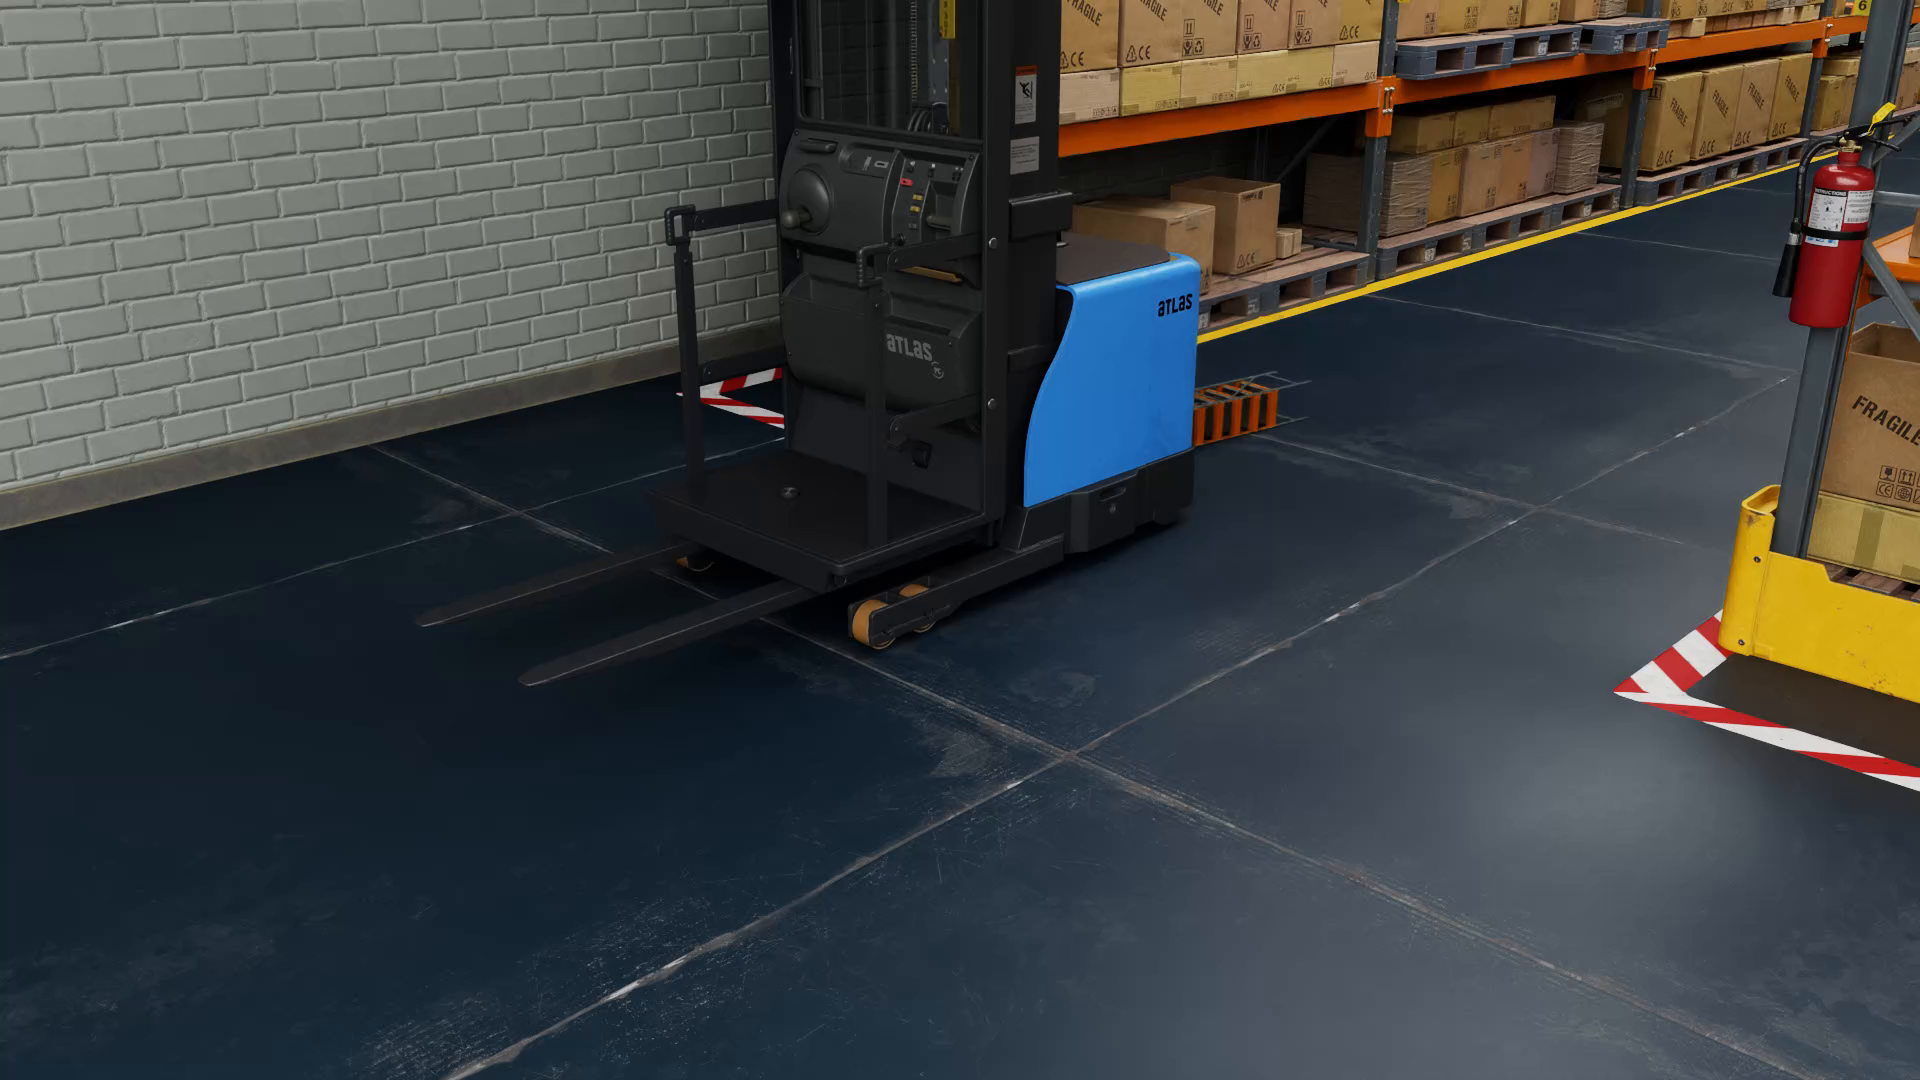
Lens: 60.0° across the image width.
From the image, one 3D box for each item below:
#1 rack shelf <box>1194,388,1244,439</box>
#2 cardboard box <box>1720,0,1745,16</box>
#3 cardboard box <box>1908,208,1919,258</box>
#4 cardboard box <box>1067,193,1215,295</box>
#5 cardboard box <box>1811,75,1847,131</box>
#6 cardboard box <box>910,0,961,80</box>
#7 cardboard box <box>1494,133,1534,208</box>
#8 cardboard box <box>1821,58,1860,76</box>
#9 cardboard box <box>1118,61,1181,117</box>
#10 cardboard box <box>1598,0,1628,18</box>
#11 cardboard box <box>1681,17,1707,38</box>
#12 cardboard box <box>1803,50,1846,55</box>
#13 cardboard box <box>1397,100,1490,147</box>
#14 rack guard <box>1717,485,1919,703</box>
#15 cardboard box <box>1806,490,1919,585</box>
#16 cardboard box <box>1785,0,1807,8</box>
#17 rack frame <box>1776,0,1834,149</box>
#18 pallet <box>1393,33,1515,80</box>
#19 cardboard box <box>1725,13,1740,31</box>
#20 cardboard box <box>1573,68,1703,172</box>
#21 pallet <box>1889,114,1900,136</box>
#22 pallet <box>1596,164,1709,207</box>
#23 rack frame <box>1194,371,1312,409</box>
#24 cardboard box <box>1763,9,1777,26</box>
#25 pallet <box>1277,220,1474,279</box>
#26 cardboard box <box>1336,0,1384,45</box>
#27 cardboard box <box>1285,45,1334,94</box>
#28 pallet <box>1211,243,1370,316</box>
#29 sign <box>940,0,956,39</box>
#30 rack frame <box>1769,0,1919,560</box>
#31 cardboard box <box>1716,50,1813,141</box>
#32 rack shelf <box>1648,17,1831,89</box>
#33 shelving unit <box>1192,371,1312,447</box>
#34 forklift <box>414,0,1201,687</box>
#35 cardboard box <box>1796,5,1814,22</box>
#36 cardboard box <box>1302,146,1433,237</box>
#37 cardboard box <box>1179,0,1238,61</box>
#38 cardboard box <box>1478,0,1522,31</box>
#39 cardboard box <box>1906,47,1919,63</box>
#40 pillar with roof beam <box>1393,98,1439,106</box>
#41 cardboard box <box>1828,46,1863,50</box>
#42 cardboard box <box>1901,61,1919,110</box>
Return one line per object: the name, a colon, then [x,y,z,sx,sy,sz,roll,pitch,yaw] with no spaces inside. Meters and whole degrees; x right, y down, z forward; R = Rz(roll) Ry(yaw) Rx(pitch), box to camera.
rack shelf: [1.214,-0.605,7.876,0.103,0.180,0.258,-15,25,-34]
cardboard box: [6.376,-4.758,14.191,0.500,0.500,0.500,19,28,40]
cardboard box: [3.440,-1.111,5.145,0.700,0.500,0.500,19,28,41]
cardboard box: [1.046,-1.703,9.695,0.700,0.500,0.500,17,27,37]
cardboard box: [8.520,-4.467,16.914,0.700,0.500,0.500,20,29,41]
cardboard box: [0.102,-2.523,8.095,0.500,0.500,0.500,19,28,41]
cardboard box: [3.900,-2.845,12.667,0.700,0.500,0.500,19,28,40]
cardboard box: [8.890,-4.812,16.908,0.250,0.149,0.380,-19,28,-40]
cardboard box: [0.833,-2.438,8.919,0.500,0.250,0.500,19,28,40]
cardboard box: [4.814,-4.372,13.015,0.700,0.500,0.500,15,26,35]
cardboard box: [5.958,-4.271,13.829,0.250,0.149,0.380,-19,28,-40]
cardboard box: [9.182,-5.117,17.702,0.380,0.149,0.250,19,28,40]
cardboard box: [3.511,-3.045,12.143,0.500,0.250,0.500,18,28,39]
rack guard: [3.089,0.225,5.291,1.175,0.500,0.348,19,28,41]
cardboard box: [3.268,-0.072,5.828,0.500,0.250,0.500,19,28,41]
cardboard box: [7.435,-5.151,15.212,0.500,0.500,0.500,20,28,41]
rack frame: [7.925,-5.271,16.108,1.000,3.000,0.127,19,28,41]
pallet: [2.981,-3.285,11.208,1.003,0.211,1.213,19,28,41]
cardboard box: [6.592,-4.559,14.576,0.380,0.149,0.250,19,28,41]
cardboard box: [5.741,-3.592,14.149,0.750,0.750,0.750,19,28,40]
pallet: [9.362,-4.460,17.885,1.003,0.211,1.213,19,28,41]
pallet: [5.738,-3.125,14.411,1.003,0.211,1.213,19,28,41]
rack frame: [1.154,-0.675,7.801,1.200,0.006,0.240,-15,25,-34]
cardboard box: [7.159,-4.751,15.075,0.380,0.149,0.250,19,28,41]
pallet: [2.886,-2.114,11.779,1.003,0.211,1.213,19,28,41]
cardboard box: [2.236,-3.305,10.129,0.500,0.500,0.500,19,28,41]
cardboard box: [1.877,-2.830,9.939,0.500,0.250,0.500,19,28,41]
pallet: [1.901,-1.732,10.785,1.003,0.211,1.213,19,28,41]
sign: [-0.058,-2.455,7.574,0.100,0.325,0.005,19,28,41]
rack frame: [3.105,-0.948,4.859,1.000,3.000,0.127,19,28,41]
cardboard box: [7.564,-4.264,15.899,0.750,0.750,0.750,20,28,41]
rack shelf: [6.530,-4.421,14.899,1.077,0.370,4.000,19,28,41]
shelving unit: [1.153,-0.589,7.834,1.200,0.189,0.258,-15,25,-34]
forklift: [-0.441,-1.207,5.628,1.130,2.935,3.031,19,28,41]
cardboard box: [7.733,-4.935,15.554,0.250,0.149,0.380,-20,28,-41]
cardboard box: [2.846,-2.447,11.630,0.500,0.500,0.700,-19,28,-40]
cardboard box: [1.170,-2.915,9.113,0.500,0.500,0.500,-19,28,-40]
cardboard box: [3.555,-3.908,11.808,0.500,0.500,0.700,-16,26,-35]
cardboard box: [10.340,-5.348,18.302,0.380,0.149,0.250,19,28,40]
pillar with roof beam: [6.692,-5.848,9.247,9.100,9.000,0.400,19,28,41]
cardboard box: [9.715,-5.314,18.214,0.380,0.149,0.250,20,28,41]
cardboard box: [10.299,-5.124,18.623,0.700,0.500,0.500,19,28,41]
